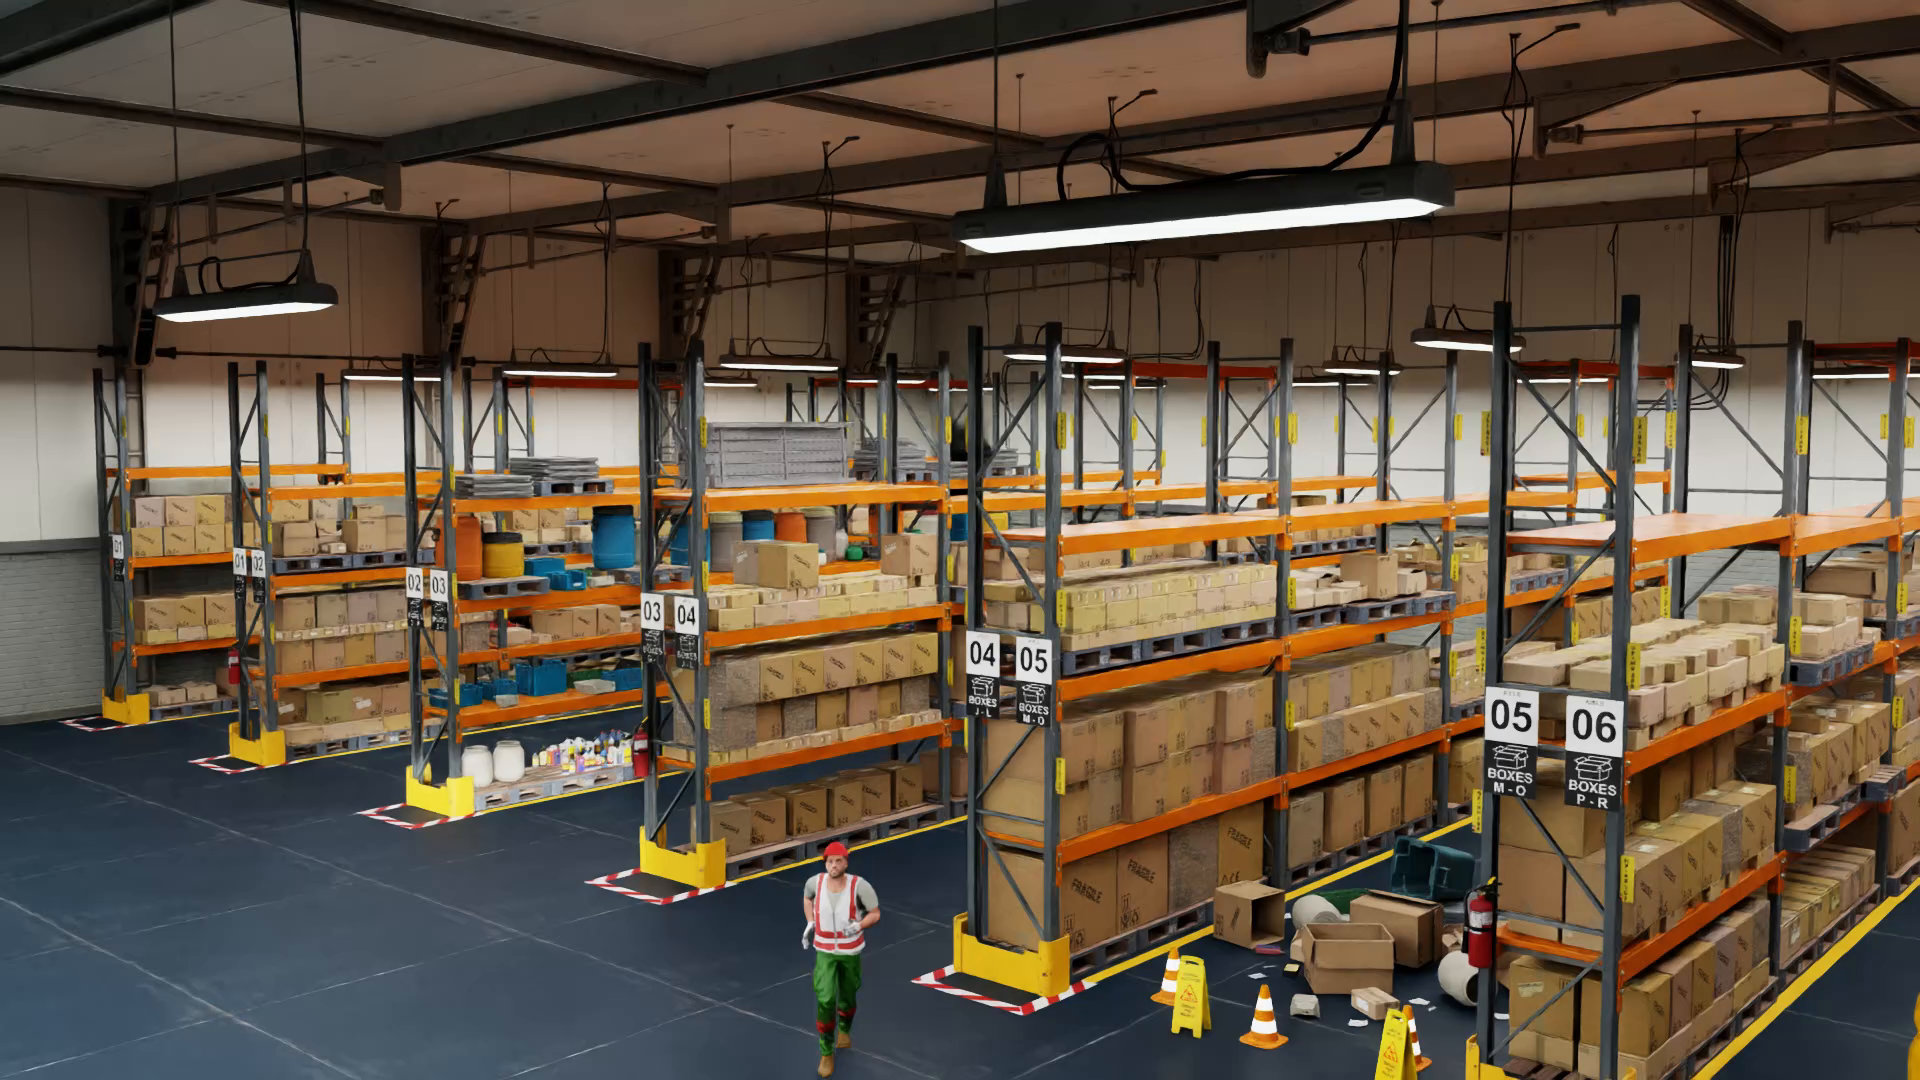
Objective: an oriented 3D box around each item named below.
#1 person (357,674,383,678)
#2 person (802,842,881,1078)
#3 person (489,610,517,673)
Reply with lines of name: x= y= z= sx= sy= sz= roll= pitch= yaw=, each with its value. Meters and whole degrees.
person: x=-10.032 y=2.103 z=28.334 sx=0.649 sy=1.696 sz=0.835 roll=2 pitch=5 yaw=30
person: x=-0.948 y=3.301 z=13.267 sx=0.635 sy=1.840 sz=0.777 roll=0 pitch=4 yaw=0
person: x=-8.301 y=2.084 z=29.911 sx=0.659 sy=1.738 sz=0.966 roll=3 pitch=5 yaw=33
